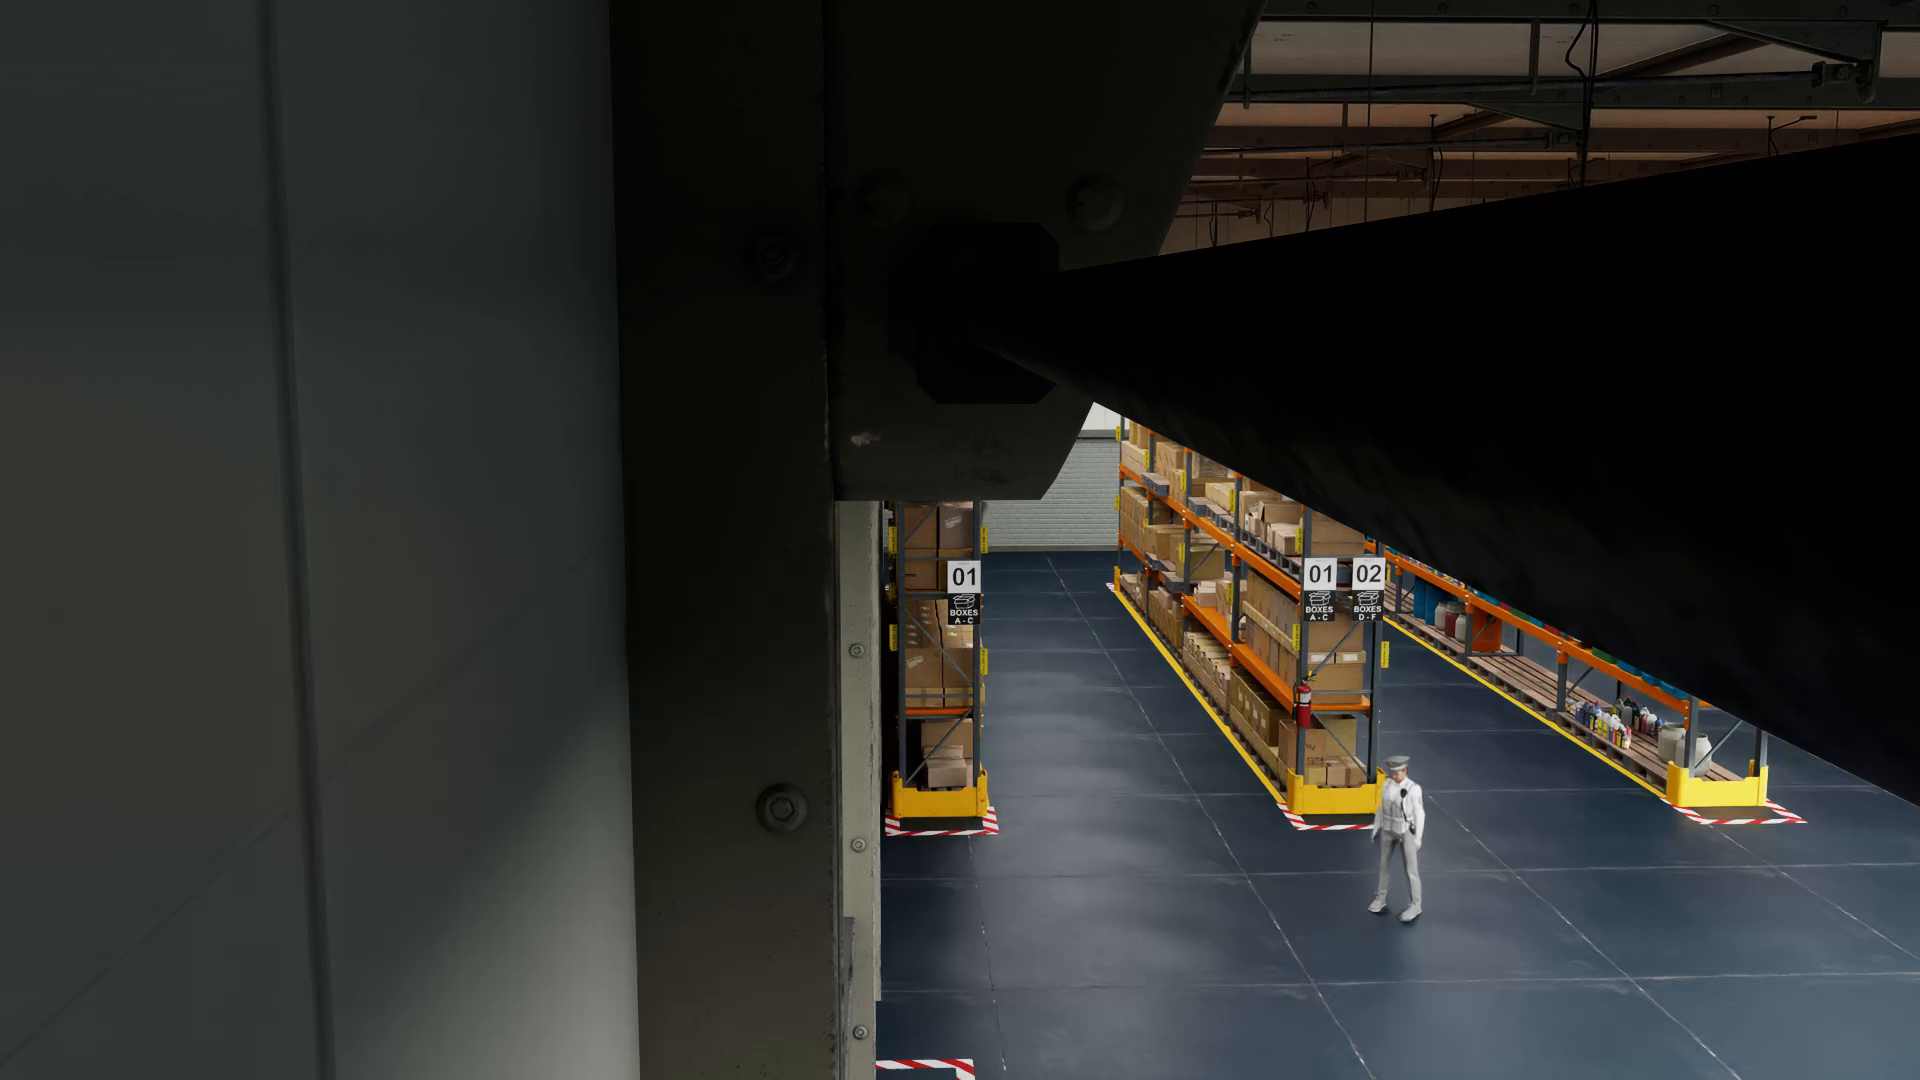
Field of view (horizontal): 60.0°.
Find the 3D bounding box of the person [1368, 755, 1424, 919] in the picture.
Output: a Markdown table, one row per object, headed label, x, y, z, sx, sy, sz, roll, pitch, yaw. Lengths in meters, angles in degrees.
| label | x | y | z | sx | sy | sz | roll | pitch | yaw |
| --- | --- | --- | --- | --- | --- | --- | --- | --- | --- |
| person | 4.495 | 3.045 | 17.202 | 0.550 | 1.669 | 0.393 | 8 | 11 | 43 |
